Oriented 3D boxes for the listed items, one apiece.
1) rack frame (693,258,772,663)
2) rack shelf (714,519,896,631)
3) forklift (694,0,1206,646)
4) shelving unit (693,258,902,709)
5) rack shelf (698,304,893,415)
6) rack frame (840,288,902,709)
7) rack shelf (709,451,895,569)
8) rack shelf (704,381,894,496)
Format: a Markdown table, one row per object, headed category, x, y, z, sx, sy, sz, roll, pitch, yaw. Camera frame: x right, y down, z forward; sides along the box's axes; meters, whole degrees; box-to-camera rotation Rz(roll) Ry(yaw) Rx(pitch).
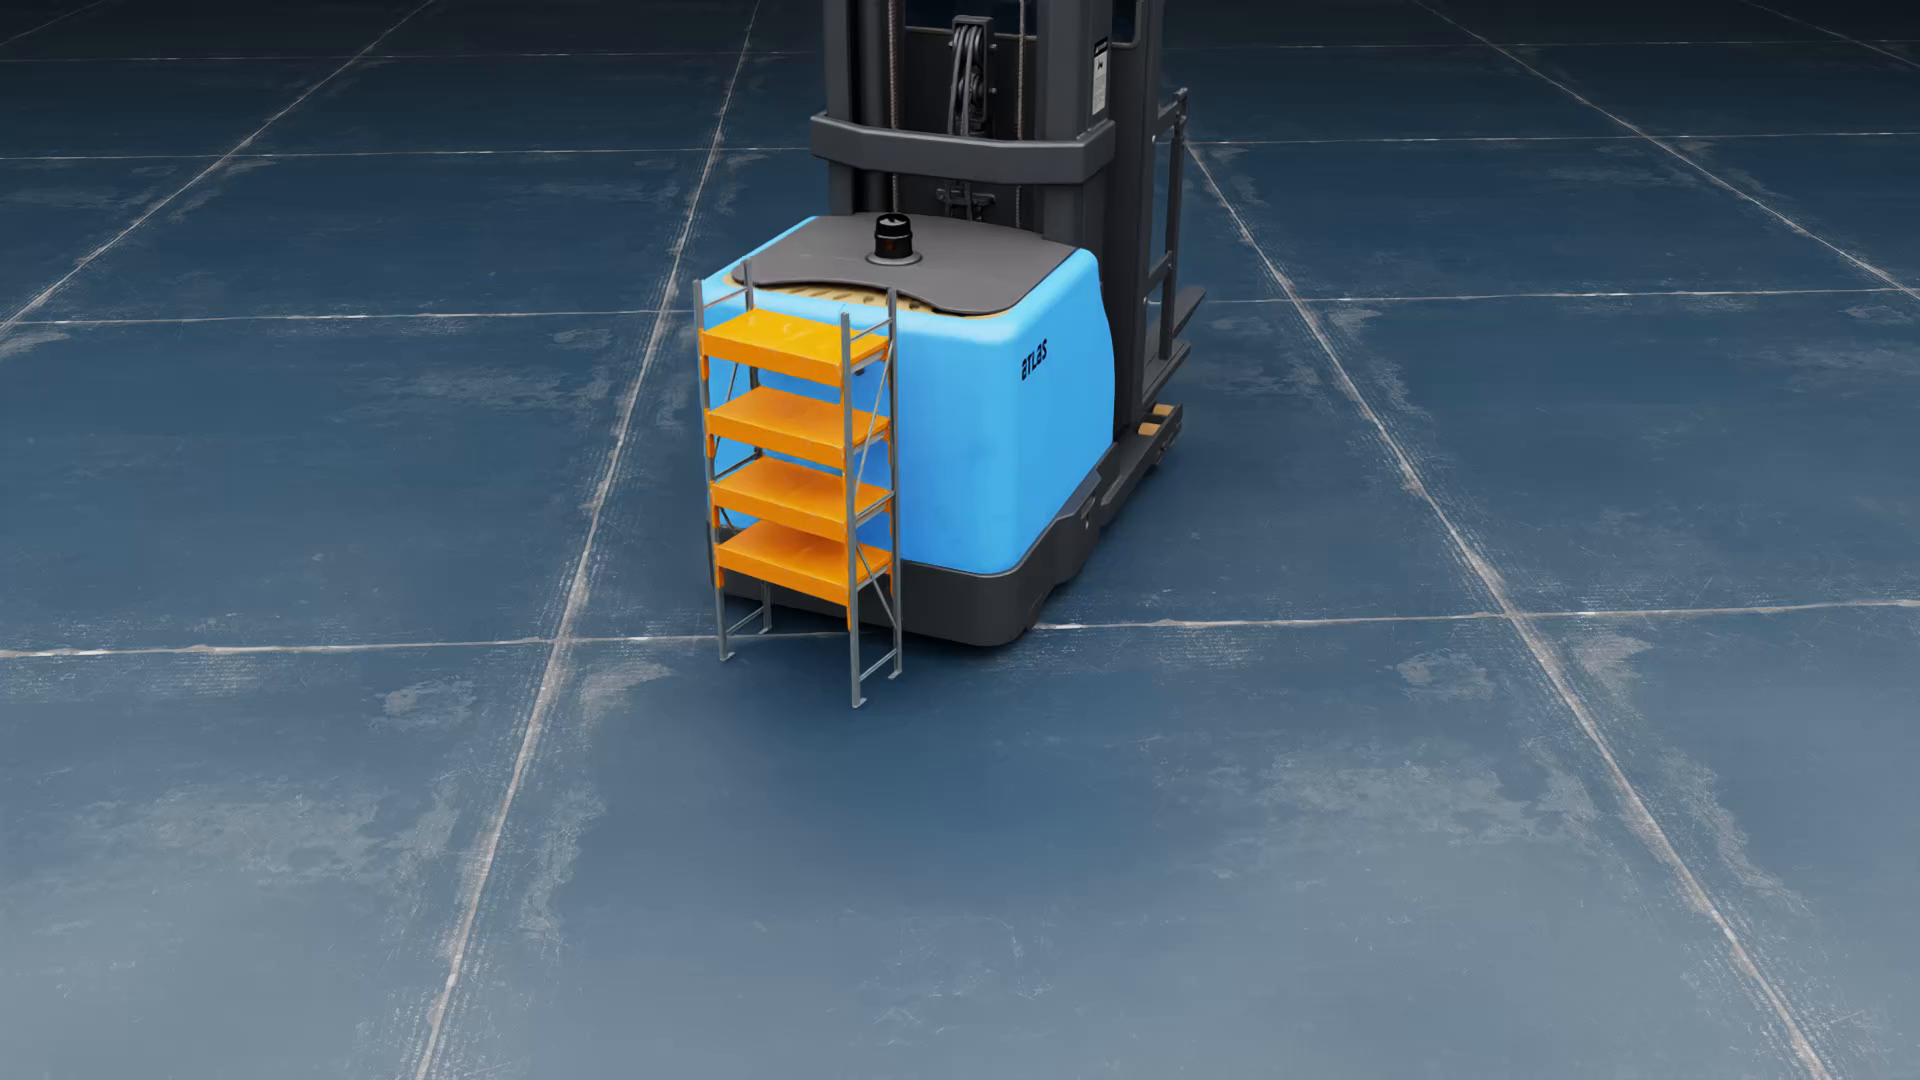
| category | x | y | z | sx | sy | sz | roll | pitch | yaw |
| --- | --- | --- | --- | --- | --- | --- | --- | --- | --- |
| rack frame | -0.656 | -0.211 | 4.854 | 0.015 | 1.200 | 0.240 | 16 | 31 | 28 |
| rack shelf | -0.450 | 0.085 | 4.862 | 0.480 | 0.148 | 0.258 | 16 | 31 | 28 |
| forklift | 0.219 | -1.641 | 5.727 | 1.130 | 2.935 | 3.031 | 11 | 29 | 19 |
| shelving unit | -0.449 | -0.152 | 4.741 | 0.503 | 1.200 | 0.258 | 16 | 31 | 28 |
| rack shelf | -0.447 | -0.501 | 4.561 | 0.480 | 0.148 | 0.258 | 16 | 31 | 28 |
| rack frame | -0.241 | -0.093 | 4.628 | 0.015 | 1.200 | 0.240 | 16 | 31 | 28 |
| rack shelf | -0.449 | -0.092 | 4.772 | 0.480 | 0.148 | 0.258 | 16 | 31 | 28 |
| rack shelf | -0.448 | -0.291 | 4.670 | 0.480 | 0.148 | 0.258 | 16 | 31 | 28 |
